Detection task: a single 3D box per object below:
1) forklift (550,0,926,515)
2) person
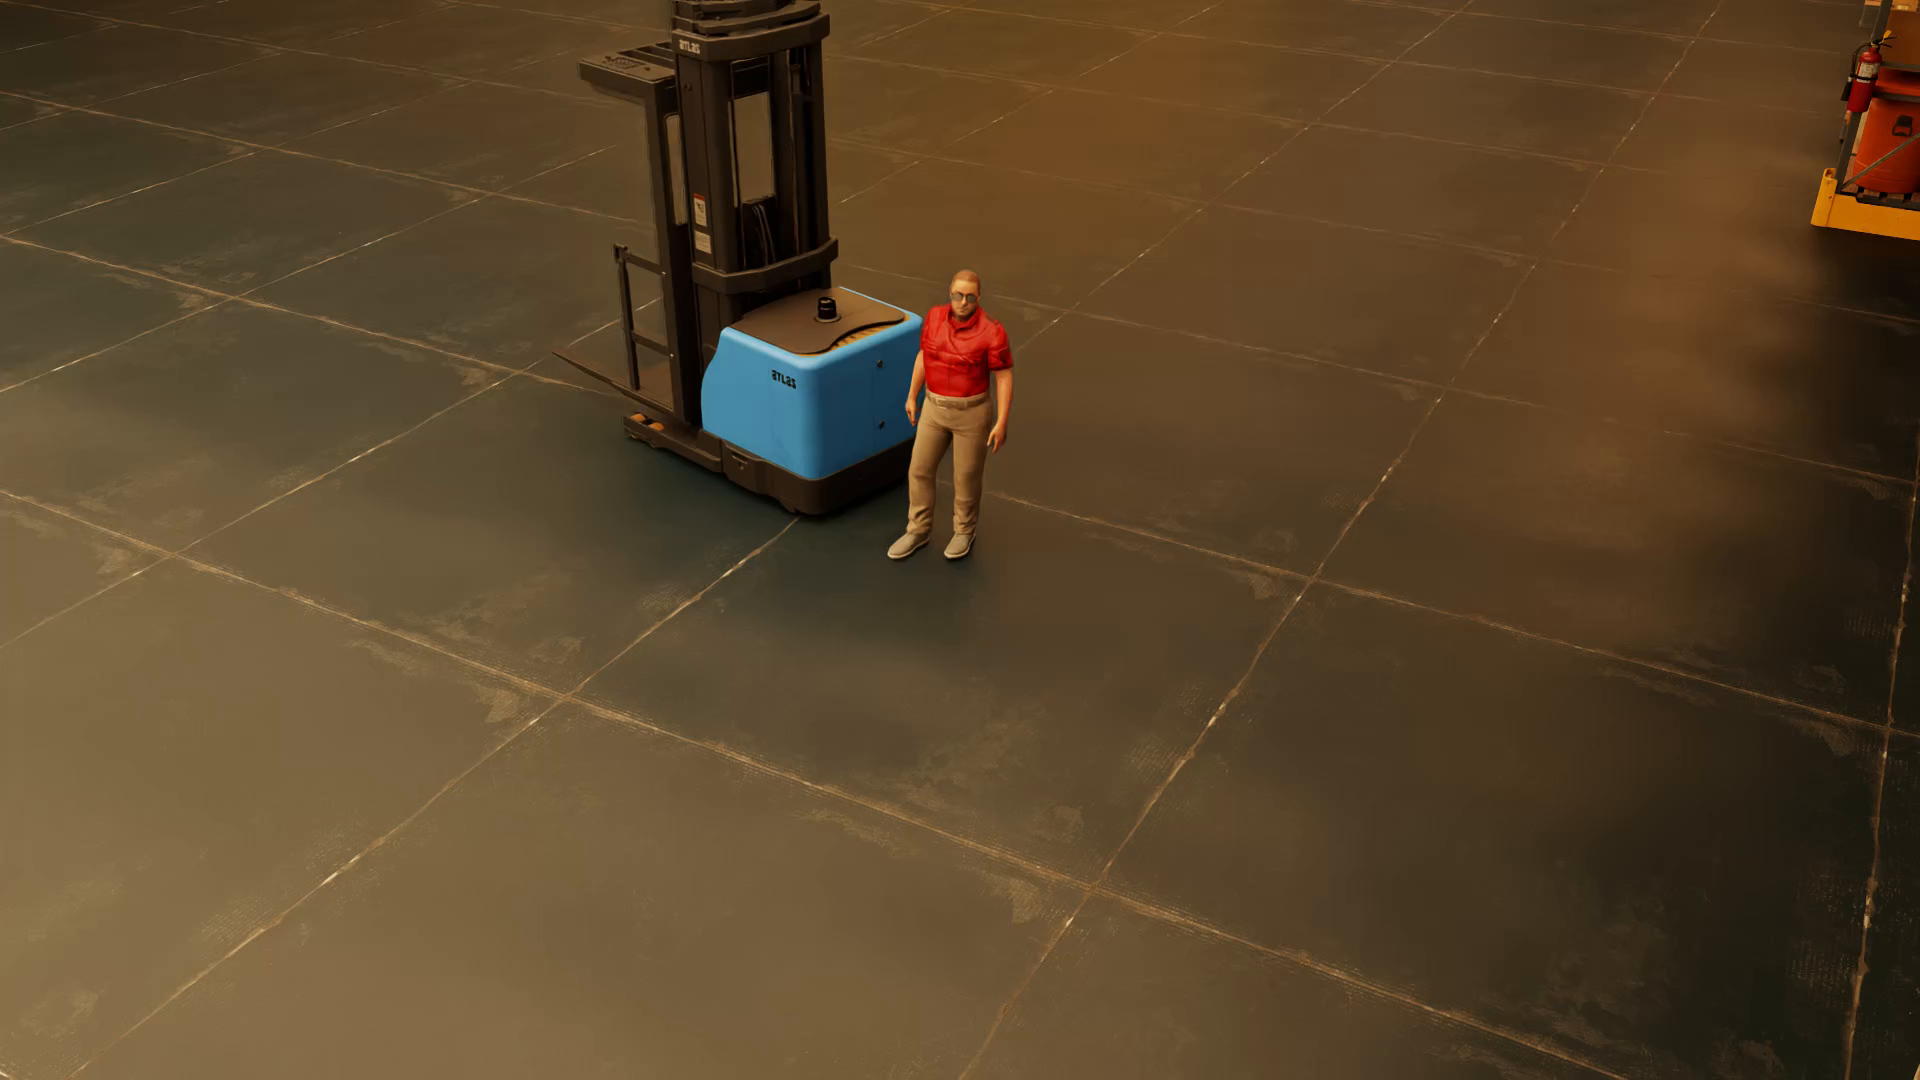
[{"bbox_3d":[-1.617,-2.048,10.620,3.031,2.935,1.130,25,39,37],"label":"forklift"},{"bbox_3d":[-0.045,-0.681,9.456,0.669,1.724,0.521,14,33,22],"label":"person"}]
